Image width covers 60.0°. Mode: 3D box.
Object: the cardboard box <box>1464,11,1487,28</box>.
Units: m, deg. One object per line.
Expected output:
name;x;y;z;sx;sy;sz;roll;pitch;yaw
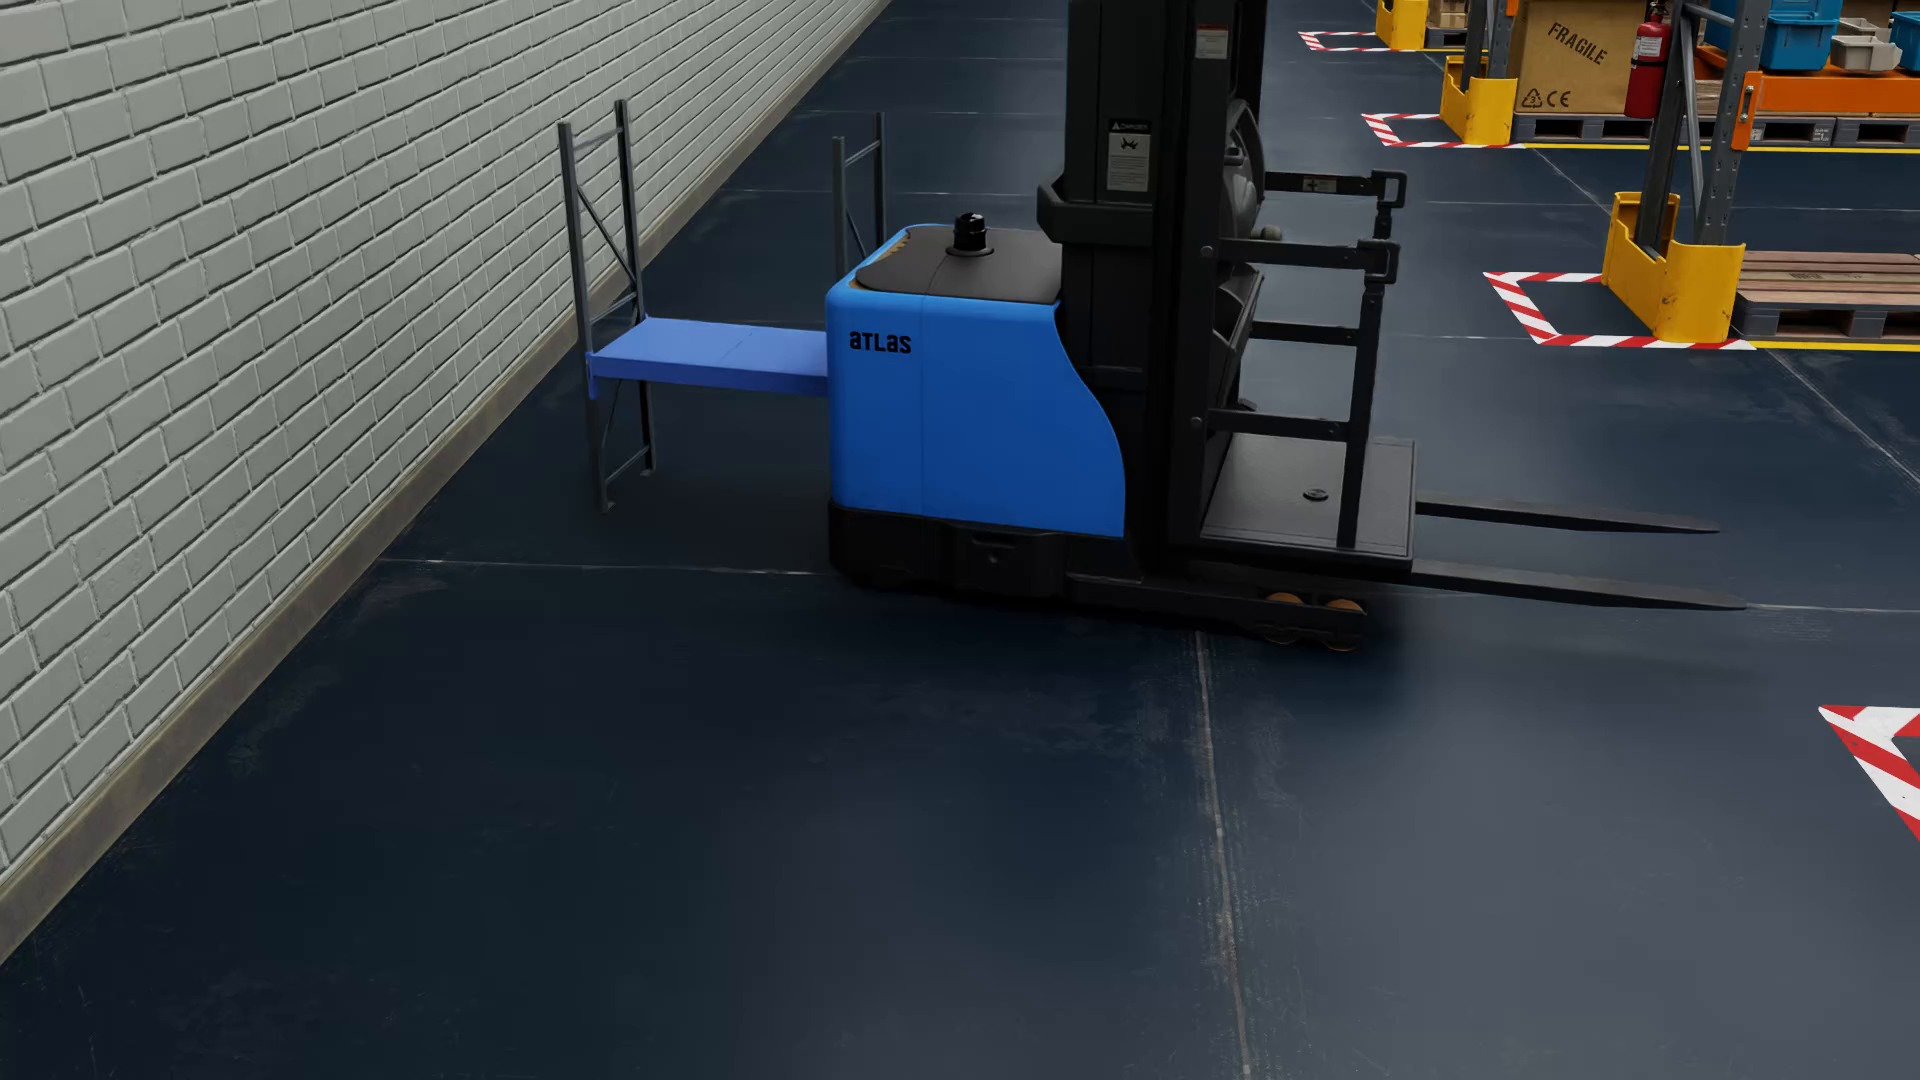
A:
cardboard box;5.414;-5.506;17.535;0.250;0.149;0.380;2;25;4

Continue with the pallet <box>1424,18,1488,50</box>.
pallet;5.531;-5.424;17.786;1.213;0.211;1.003;2;25;4

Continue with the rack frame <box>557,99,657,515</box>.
rack frame;-1.336;-0.881;6.371;0.032;1.500;0.500;6;25;14

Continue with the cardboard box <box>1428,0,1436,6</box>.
cardboard box;5.196;-5.867;17.965;0.250;0.149;0.380;1;25;3

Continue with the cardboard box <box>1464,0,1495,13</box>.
cardboard box;5.420;-5.609;17.404;0.250;0.149;0.380;2;25;4

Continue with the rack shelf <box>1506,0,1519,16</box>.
rack shelf;6.162;-4.279;12.823;4.000;0.370;1.077;2;25;4

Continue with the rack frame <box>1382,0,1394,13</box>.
rack frame;4.648;-6.734;17.297;0.127;3.000;1.000;2;25;4

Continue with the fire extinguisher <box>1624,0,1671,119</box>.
fire extinguisher;3.673;-2.596;8.841;0.183;0.674;0.296;2;25;4

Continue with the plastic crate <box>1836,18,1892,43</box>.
plastic crate;4.616;-2.563;8.475;0.243;0.136;0.396;2;25;4

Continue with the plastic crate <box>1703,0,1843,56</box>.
plastic crate;4.137;-2.716;8.451;0.499;0.435;0.616;2;25;4

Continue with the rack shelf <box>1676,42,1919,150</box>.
rack shelf;5.783;-2.215;8.336;4.000;0.370;1.077;2;25;4

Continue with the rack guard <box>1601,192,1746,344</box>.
rack guard;3.764;-1.466;8.837;0.348;0.500;1.175;2;25;4

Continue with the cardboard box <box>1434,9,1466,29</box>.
cardboard box;5.146;-5.480;17.479;0.250;0.149;0.380;2;25;5

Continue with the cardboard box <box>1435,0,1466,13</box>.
cardboard box;5.151;-5.641;17.474;0.250;0.149;0.380;3;25;6

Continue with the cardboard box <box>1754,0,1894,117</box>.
cardboard box;6.607;-3.851;13.070;0.875;0.875;0.875;2;25;4

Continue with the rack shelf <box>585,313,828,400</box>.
rack shelf;-0.845;-0.663;6.327;1.000;0.185;0.538;6;25;14

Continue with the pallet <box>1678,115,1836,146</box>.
pallet;6.184;-3.370;13.322;1.213;0.211;1.003;2;25;4

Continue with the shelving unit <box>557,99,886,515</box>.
shelving unit;-0.845;-0.826;6.252;1.048;1.500;0.538;6;25;14

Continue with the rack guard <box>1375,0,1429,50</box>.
rack guard;4.724;-5.596;17.814;0.348;0.500;1.175;2;25;4

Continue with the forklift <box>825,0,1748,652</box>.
forklift;1.111;-1.213;5.379;3.031;2.935;1.130;6;25;14

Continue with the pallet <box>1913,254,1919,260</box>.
pallet;5.821;-1.257;8.728;1.213;0.211;1.003;2;25;4

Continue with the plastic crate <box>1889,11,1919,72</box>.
plastic crate;4.666;-2.391;7.986;0.300;0.233;0.416;2;25;4

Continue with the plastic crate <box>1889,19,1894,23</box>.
plastic crate;4.904;-2.548;8.442;0.243;0.136;0.396;2;25;4

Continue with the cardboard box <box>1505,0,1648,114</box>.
cardboard box;4.812;-3.909;13.196;0.875;0.875;0.875;2;25;4

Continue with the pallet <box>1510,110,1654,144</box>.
pallet;4.971;-3.410;13.409;1.213;0.211;1.003;2;25;4

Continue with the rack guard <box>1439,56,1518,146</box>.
rack guard;4.144;-3.536;13.335;0.348;0.500;1.175;2;25;4

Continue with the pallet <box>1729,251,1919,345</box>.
pallet;4.608;-1.297;8.815;1.213;0.211;1.003;2;25;4

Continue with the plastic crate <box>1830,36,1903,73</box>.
plastic crate;4.323;-2.324;7.955;0.298;0.136;0.250;2;25;4

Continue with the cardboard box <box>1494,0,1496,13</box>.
cardboard box;5.671;-5.638;17.467;0.250;0.149;0.380;2;25;5

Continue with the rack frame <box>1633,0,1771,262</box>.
rack frame;3.789;-2.606;8.325;0.127;3.000;1.000;2;25;4

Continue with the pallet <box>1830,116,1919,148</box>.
pallet;7.404;-3.332;13.240;1.213;0.211;1.003;2;25;4

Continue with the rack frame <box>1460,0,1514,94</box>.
rack frame;4.168;-4.670;12.811;0.127;3.000;1.000;2;25;4

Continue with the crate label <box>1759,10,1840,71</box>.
crate label;4.010;-2.412;8.032;0.303;0.233;0.416;2;25;4

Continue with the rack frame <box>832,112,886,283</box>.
rack frame;-0.354;-0.771;6.132;0.032;1.500;0.500;6;25;14

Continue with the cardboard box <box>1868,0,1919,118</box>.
cardboard box;7.504;-3.822;13.008;0.875;0.875;0.875;2;25;4

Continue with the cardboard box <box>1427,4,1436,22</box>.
cardboard box;5.189;-5.700;17.957;0.250;0.149;0.380;2;25;5

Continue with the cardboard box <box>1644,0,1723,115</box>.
cardboard box;5.719;-3.880;13.132;0.875;0.875;0.875;2;25;4
